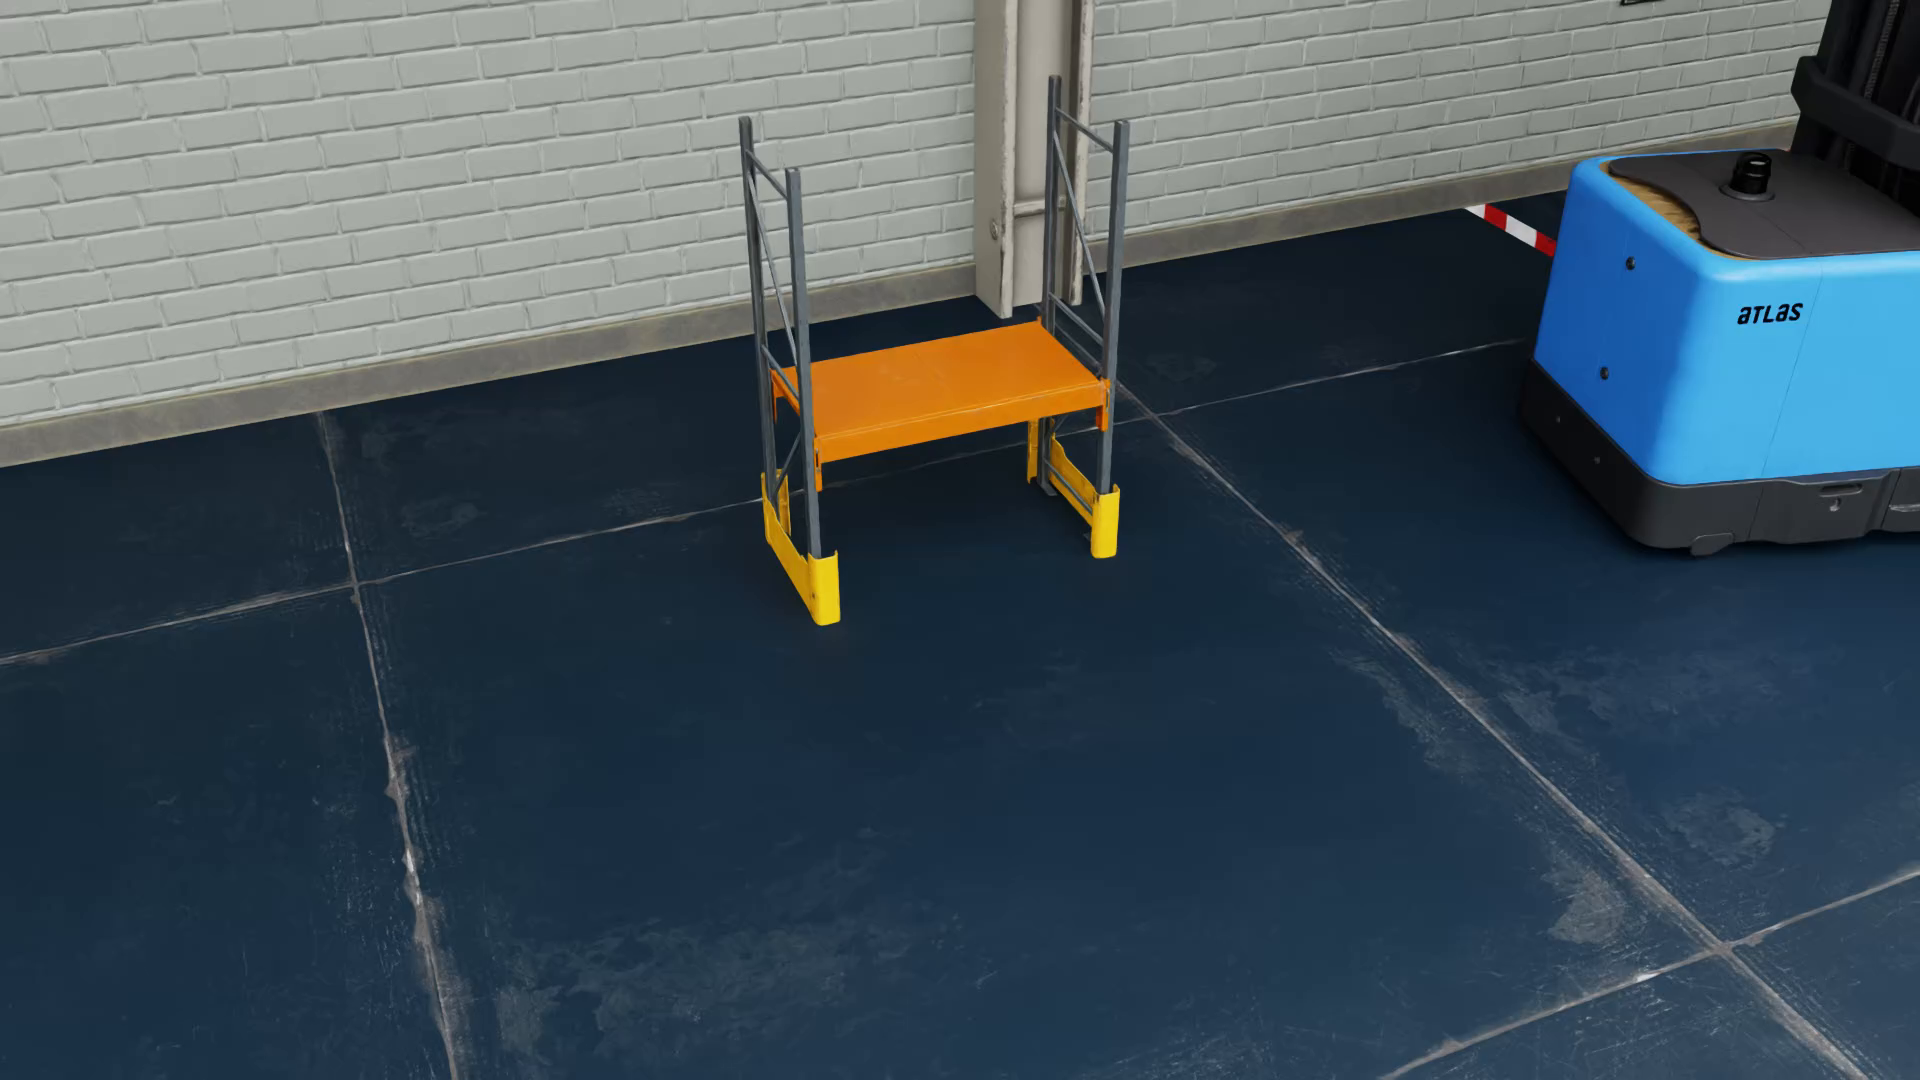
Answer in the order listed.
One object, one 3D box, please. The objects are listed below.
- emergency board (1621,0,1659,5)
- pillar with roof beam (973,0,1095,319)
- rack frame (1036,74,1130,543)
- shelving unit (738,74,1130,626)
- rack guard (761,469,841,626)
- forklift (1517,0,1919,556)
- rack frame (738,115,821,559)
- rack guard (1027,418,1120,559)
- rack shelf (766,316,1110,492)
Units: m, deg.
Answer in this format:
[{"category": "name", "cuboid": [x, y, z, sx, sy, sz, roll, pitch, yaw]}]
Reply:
[{"category": "emergency board", "cuboid": [3.524, -3.110, 7.779, 0.626, 1.169, 0.157, -13, 35, -19]}, {"category": "pillar with roof beam", "cuboid": [1.967, -2.688, 1.630, 0.400, 9.000, 9.100, -13, 35, -19]}, {"category": "rack frame", "cuboid": [0.390, -0.718, 5.478, 0.032, 1.500, 0.500, -13, 35, -19]}, {"category": "shelving unit", "cuboid": [-0.070, -0.613, 5.316, 1.083, 1.500, 0.587, -13, 35, -19]}, {"category": "rack guard", "cuboid": [-0.529, 0.016, 5.495, 0.087, 0.250, 0.587, -13, 35, -19]}, {"category": "forklift", "cuboid": [3.696, -1.540, 5.429, 3.031, 2.935, 1.130, -5, 33, -7]}, {"category": "rack frame", "cuboid": [-0.547, -0.503, 5.148, 0.032, 1.500, 0.500, -13, 35, -19]}, {"category": "rack guard", "cuboid": [0.389, -0.194, 5.819, 0.087, 0.250, 0.587, -13, 35, -19]}, {"category": "rack shelf", "cuboid": [-0.079, -0.460, 5.411, 1.000, 0.185, 0.538, -13, 35, -19]}]
